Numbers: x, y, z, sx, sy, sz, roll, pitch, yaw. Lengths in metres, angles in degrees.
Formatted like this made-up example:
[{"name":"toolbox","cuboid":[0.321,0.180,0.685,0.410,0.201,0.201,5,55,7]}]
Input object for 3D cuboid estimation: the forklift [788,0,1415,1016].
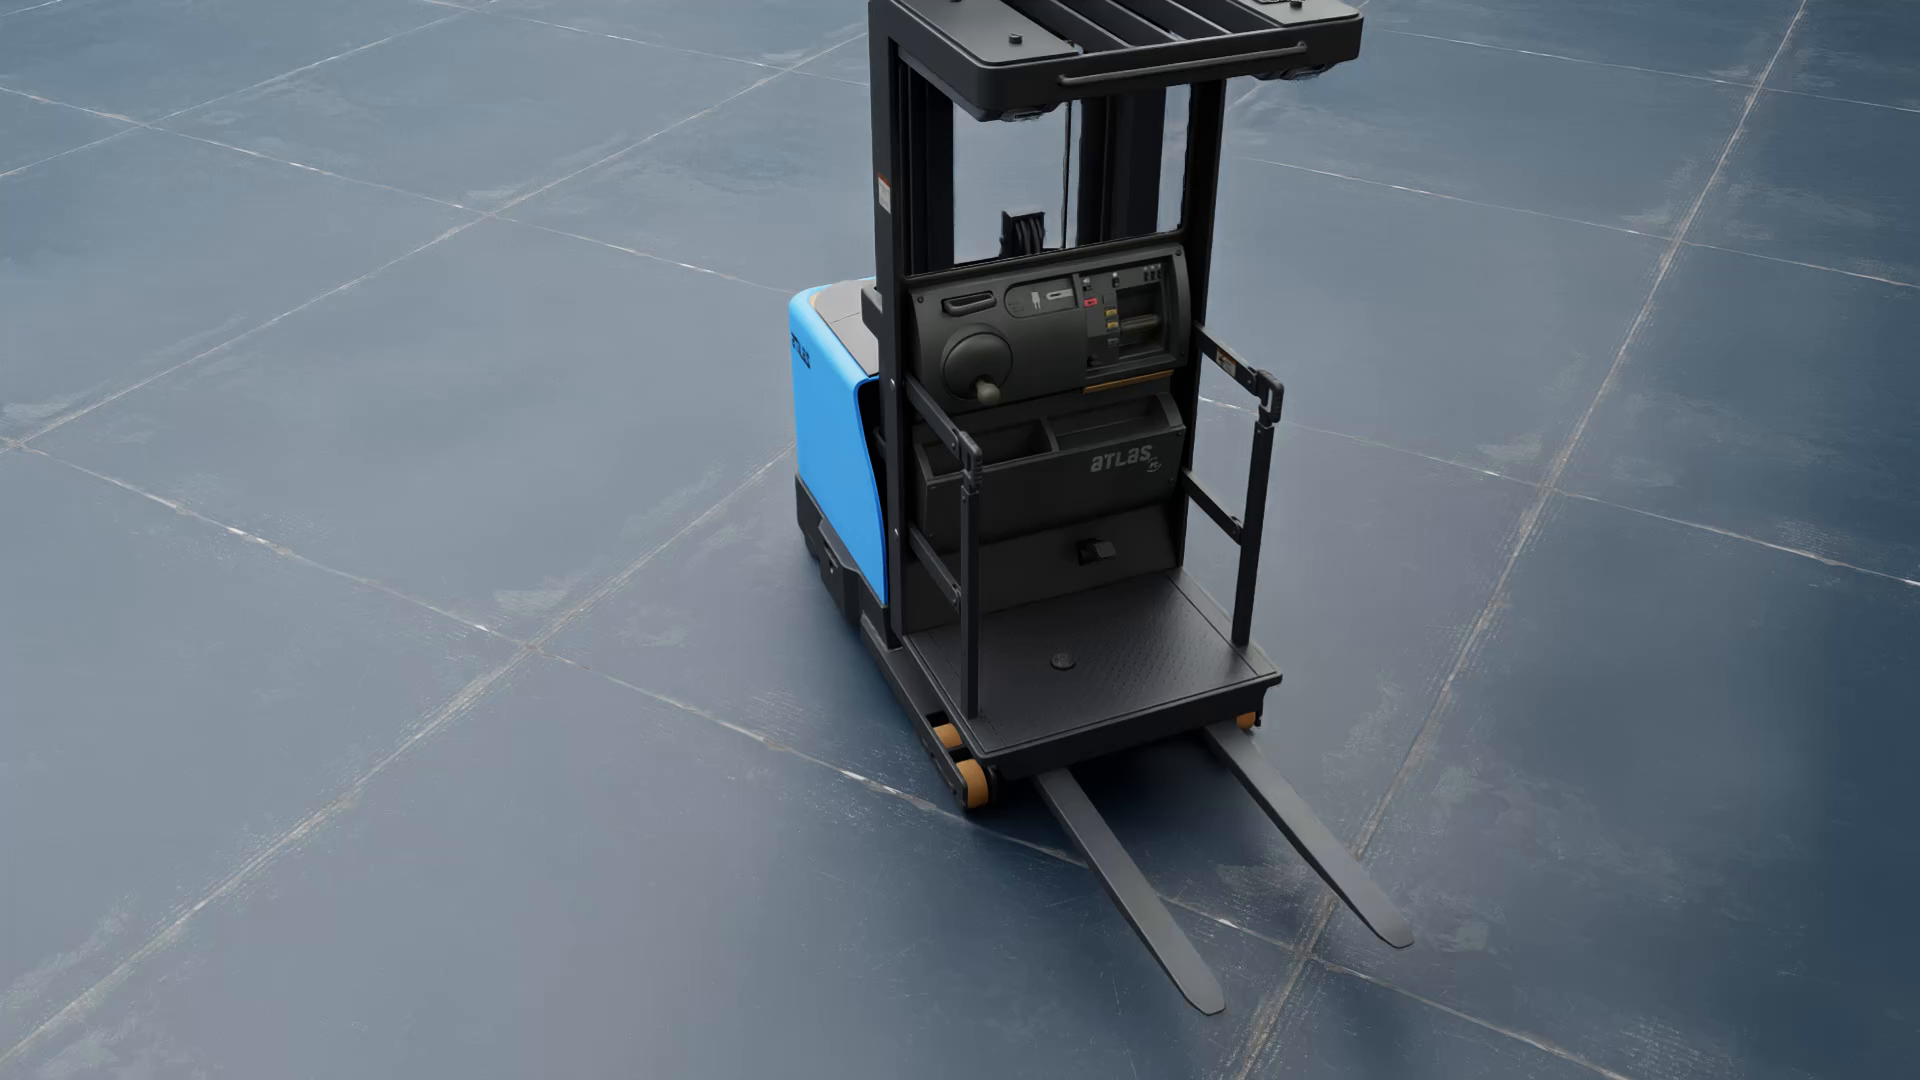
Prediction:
[{"name":"forklift","cuboid":[0.381,-0.610,5.021,1.130,2.935,3.031,-13,36,-19]}]
